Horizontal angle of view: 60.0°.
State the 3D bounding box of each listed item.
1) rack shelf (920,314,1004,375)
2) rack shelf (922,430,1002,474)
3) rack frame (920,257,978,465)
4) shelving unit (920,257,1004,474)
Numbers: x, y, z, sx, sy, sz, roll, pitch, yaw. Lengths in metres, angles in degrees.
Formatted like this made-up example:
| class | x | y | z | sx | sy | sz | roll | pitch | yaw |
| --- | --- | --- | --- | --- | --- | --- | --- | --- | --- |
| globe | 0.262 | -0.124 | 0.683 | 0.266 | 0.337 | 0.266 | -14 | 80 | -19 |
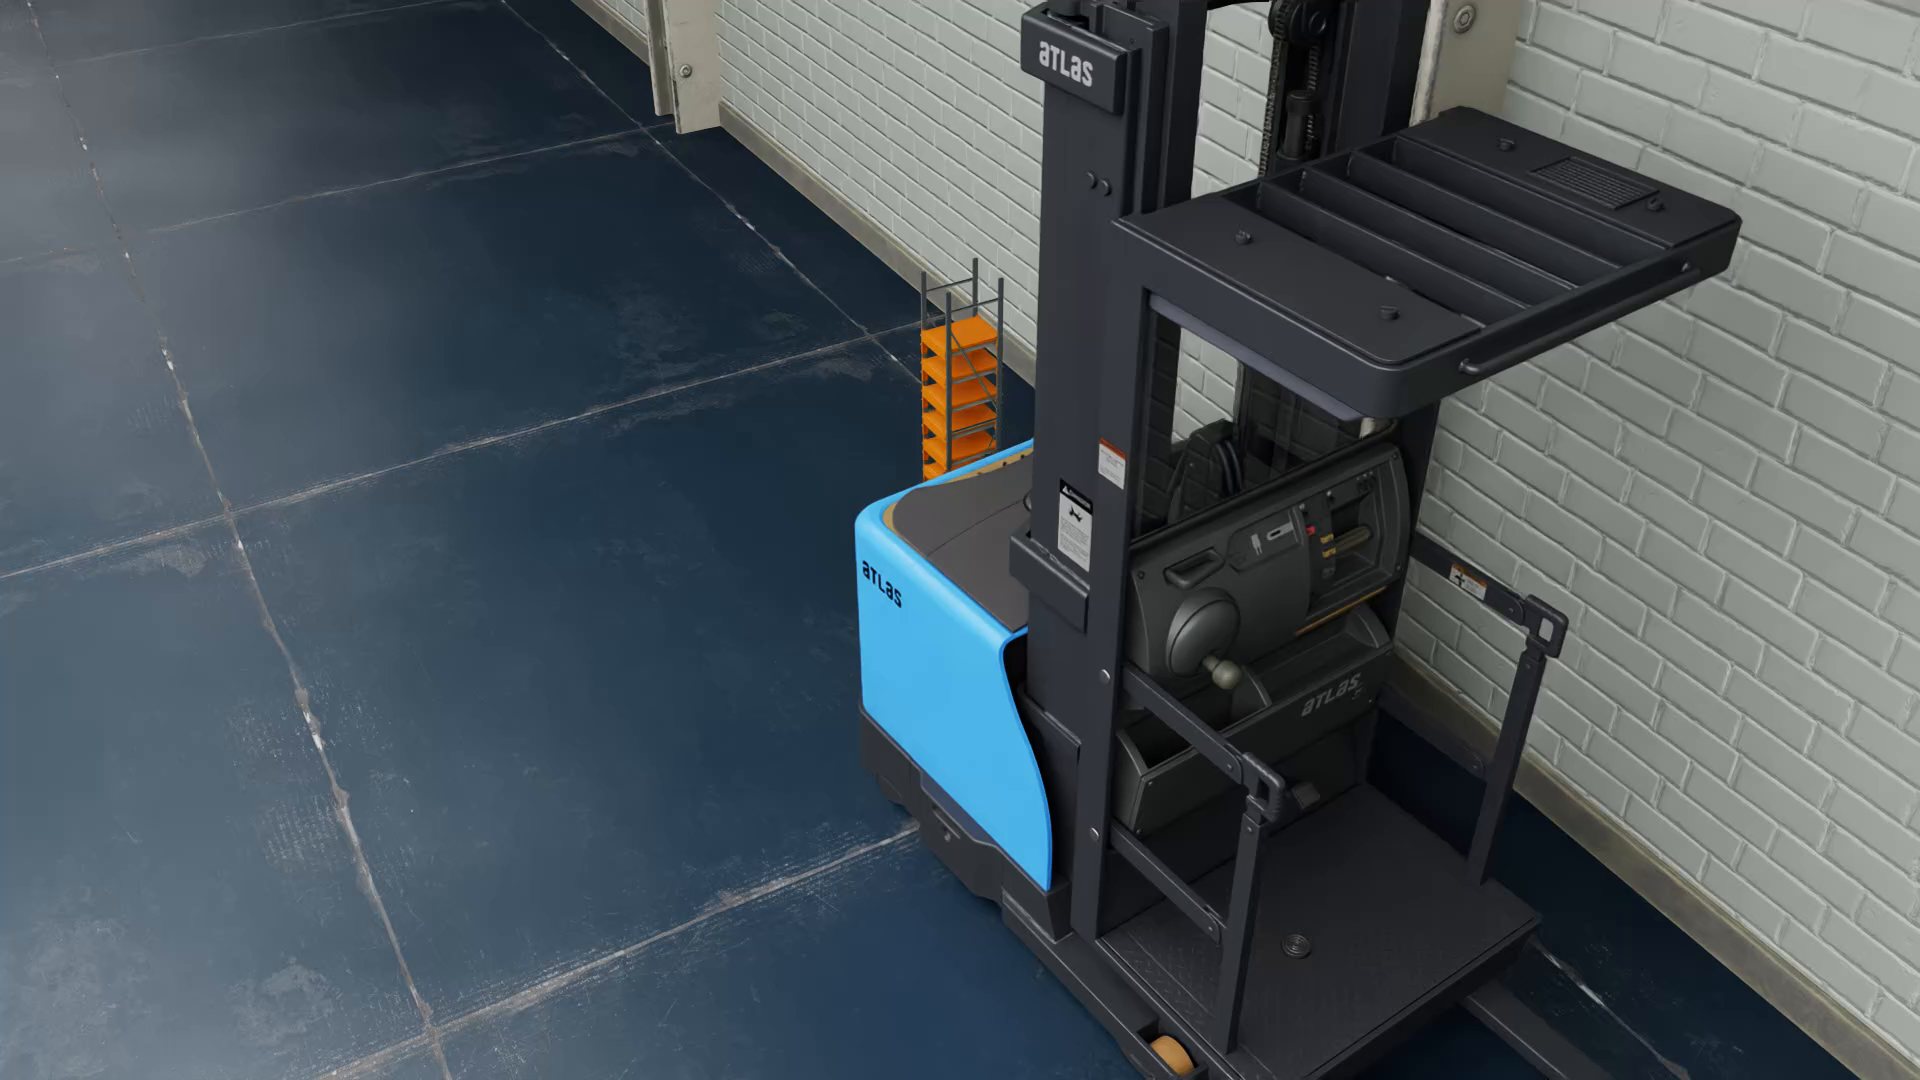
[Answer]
| class | x | y | z | sx | sy | sz | roll | pitch | yaw |
| --- | --- | --- | --- | --- | --- | --- | --- | --- | --- |
| rack shelf | 0.007 | -0.732 | 6.200 | 0.258 | 0.103 | 0.180 | -19 | 40 | -24 |
| rack shelf | 0.007 | -0.344 | 6.483 | 0.258 | 0.103 | 0.180 | -19 | 40 | -24 |
| rack frame | -0.039 | -0.524 | 6.450 | 0.240 | 1.200 | 0.006 | -19 | 40 | -24 |
| shelving unit | -7.825 | -5.445 | 12.679 | 5.752 | 1.800 | 21.905 | -19 | 40 | -24 |
